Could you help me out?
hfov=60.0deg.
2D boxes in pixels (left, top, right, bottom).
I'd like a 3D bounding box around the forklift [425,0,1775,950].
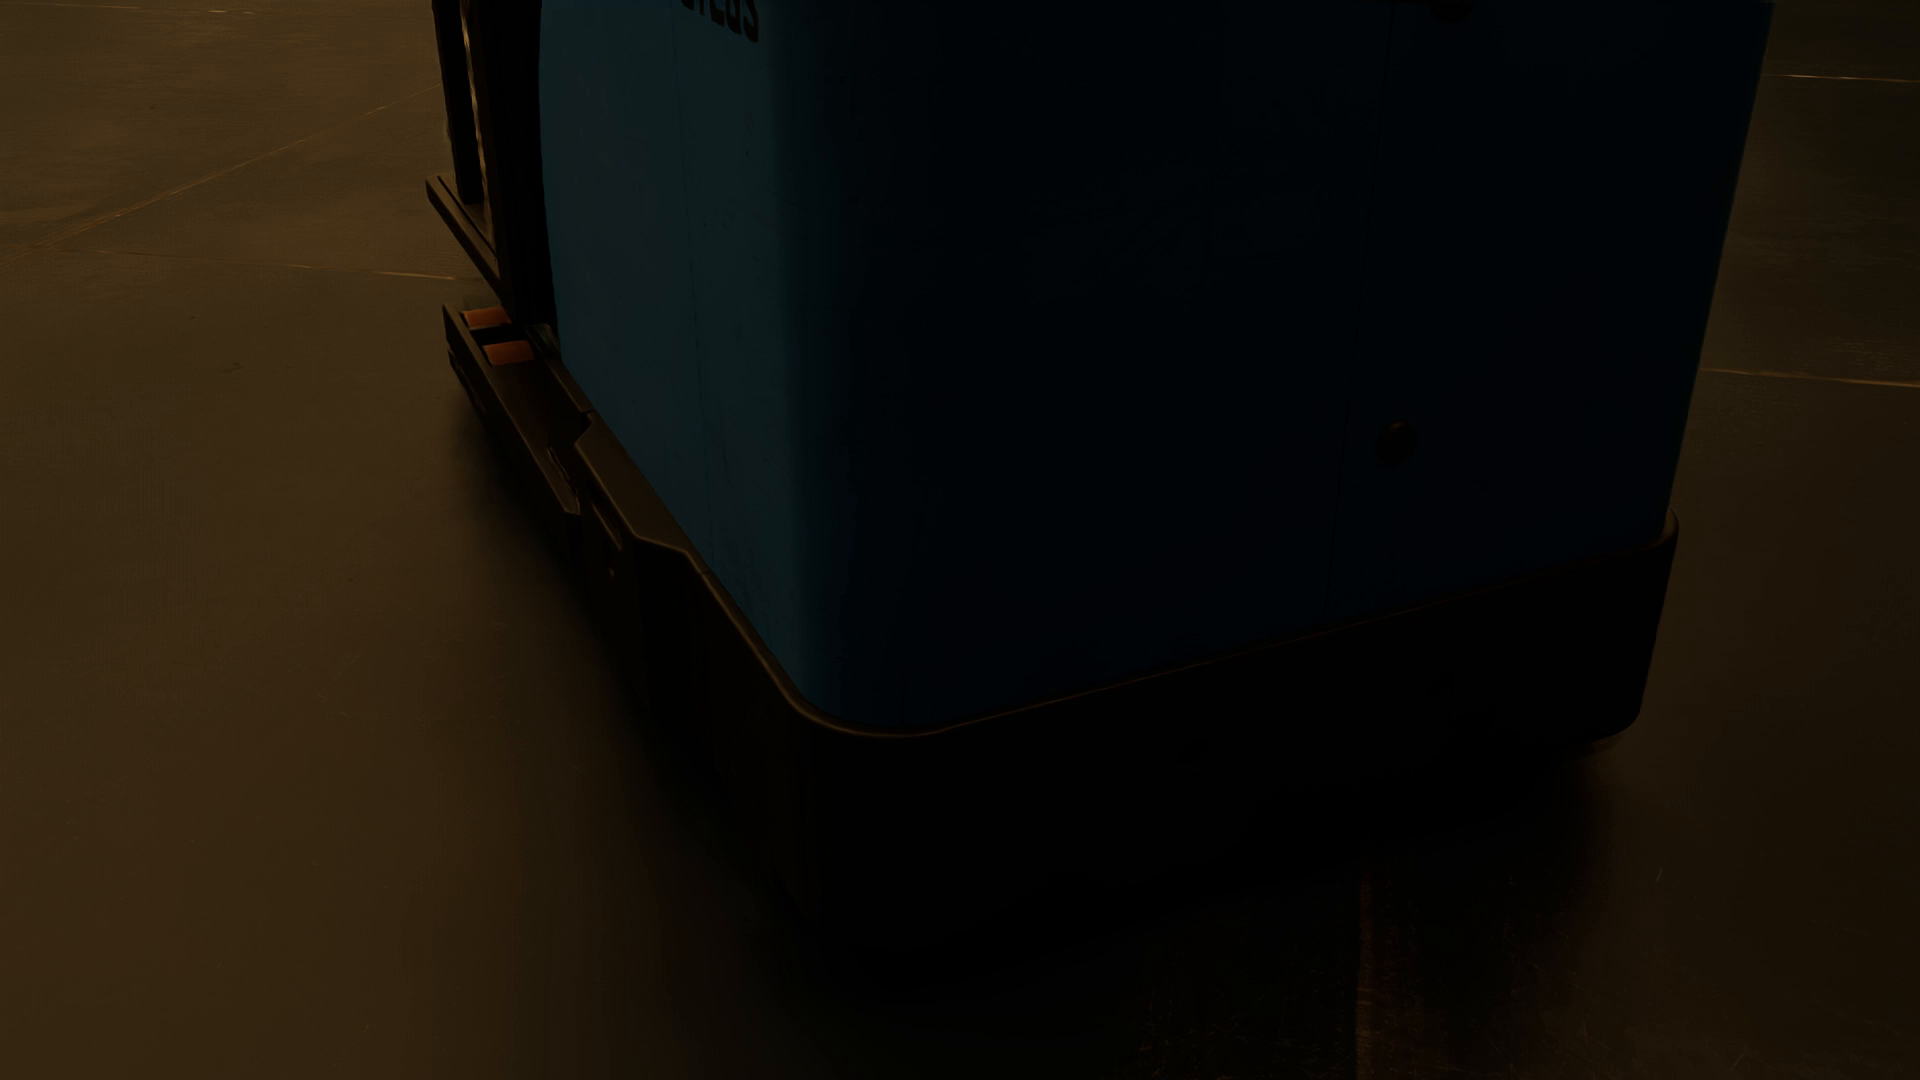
[{"bbox_3d":[-0.279,-1.558,2.335,1.130,2.935,3.031,-12,29,-22],"label":"forklift"}]
